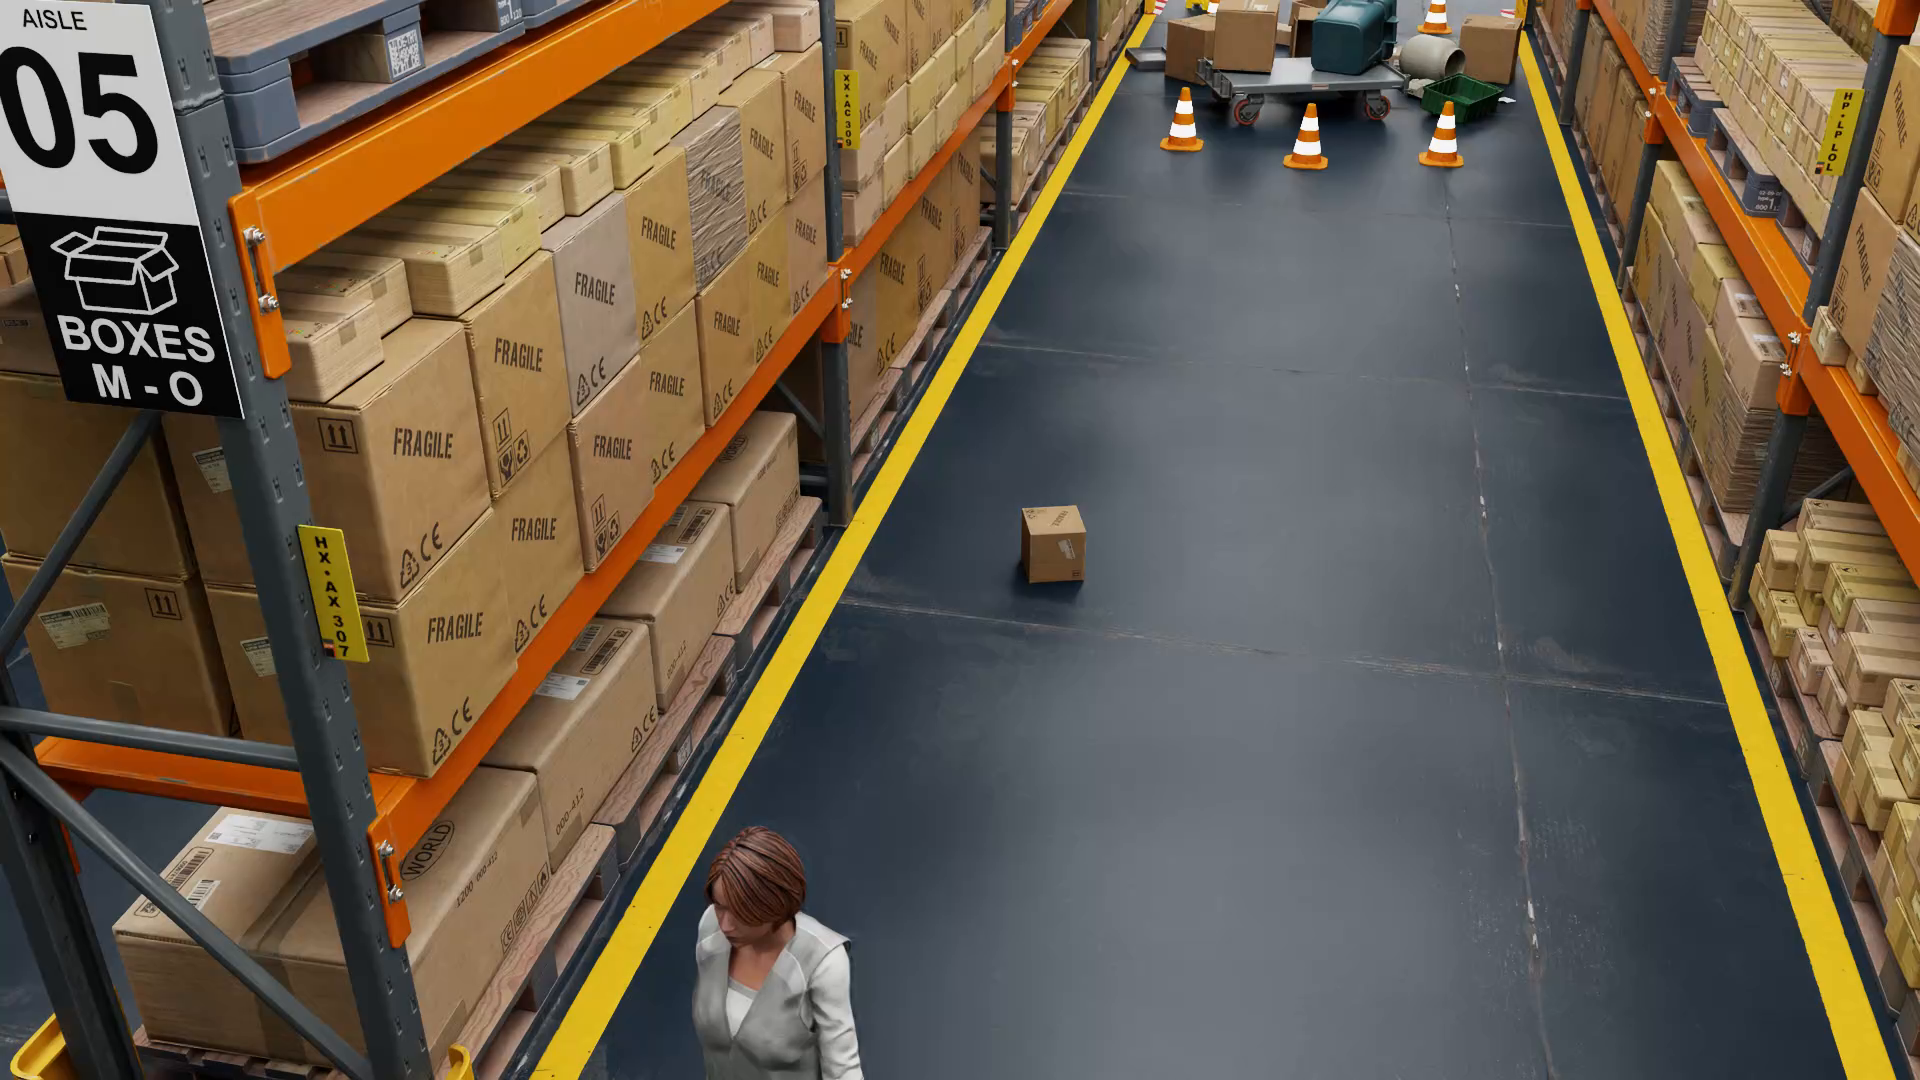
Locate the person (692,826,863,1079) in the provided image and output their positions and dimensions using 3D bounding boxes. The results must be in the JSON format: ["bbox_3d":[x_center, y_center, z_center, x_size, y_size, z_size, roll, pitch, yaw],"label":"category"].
[{"bbox_3d":[-0.410,1.316,3.753,0.459,1.612,0.508,11,31,20],"label":"person"}]
